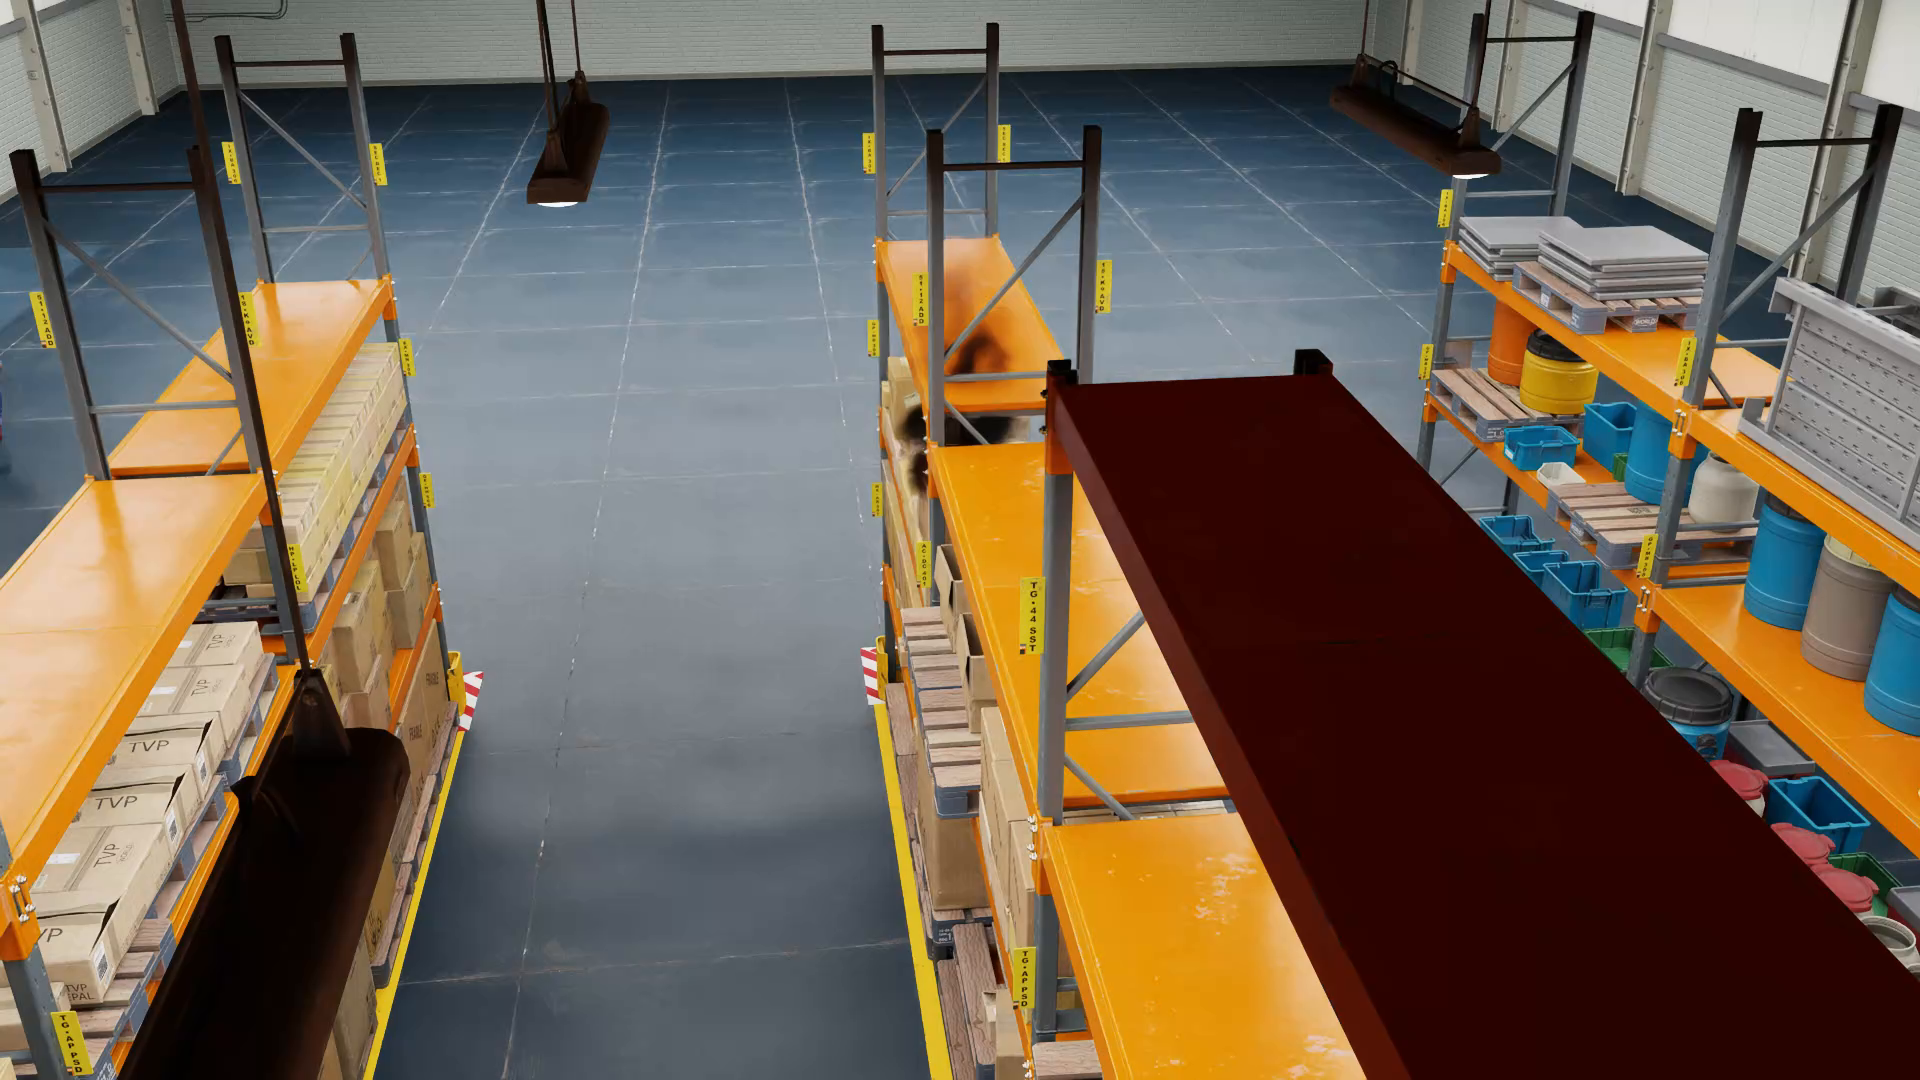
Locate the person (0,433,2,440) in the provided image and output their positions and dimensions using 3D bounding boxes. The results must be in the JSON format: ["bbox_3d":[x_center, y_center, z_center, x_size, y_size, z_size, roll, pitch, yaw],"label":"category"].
[{"bbox_3d":[-12.384,-1.956,20.713,0.627,1.622,0.586,-18,31,-33],"label":"person"}]
